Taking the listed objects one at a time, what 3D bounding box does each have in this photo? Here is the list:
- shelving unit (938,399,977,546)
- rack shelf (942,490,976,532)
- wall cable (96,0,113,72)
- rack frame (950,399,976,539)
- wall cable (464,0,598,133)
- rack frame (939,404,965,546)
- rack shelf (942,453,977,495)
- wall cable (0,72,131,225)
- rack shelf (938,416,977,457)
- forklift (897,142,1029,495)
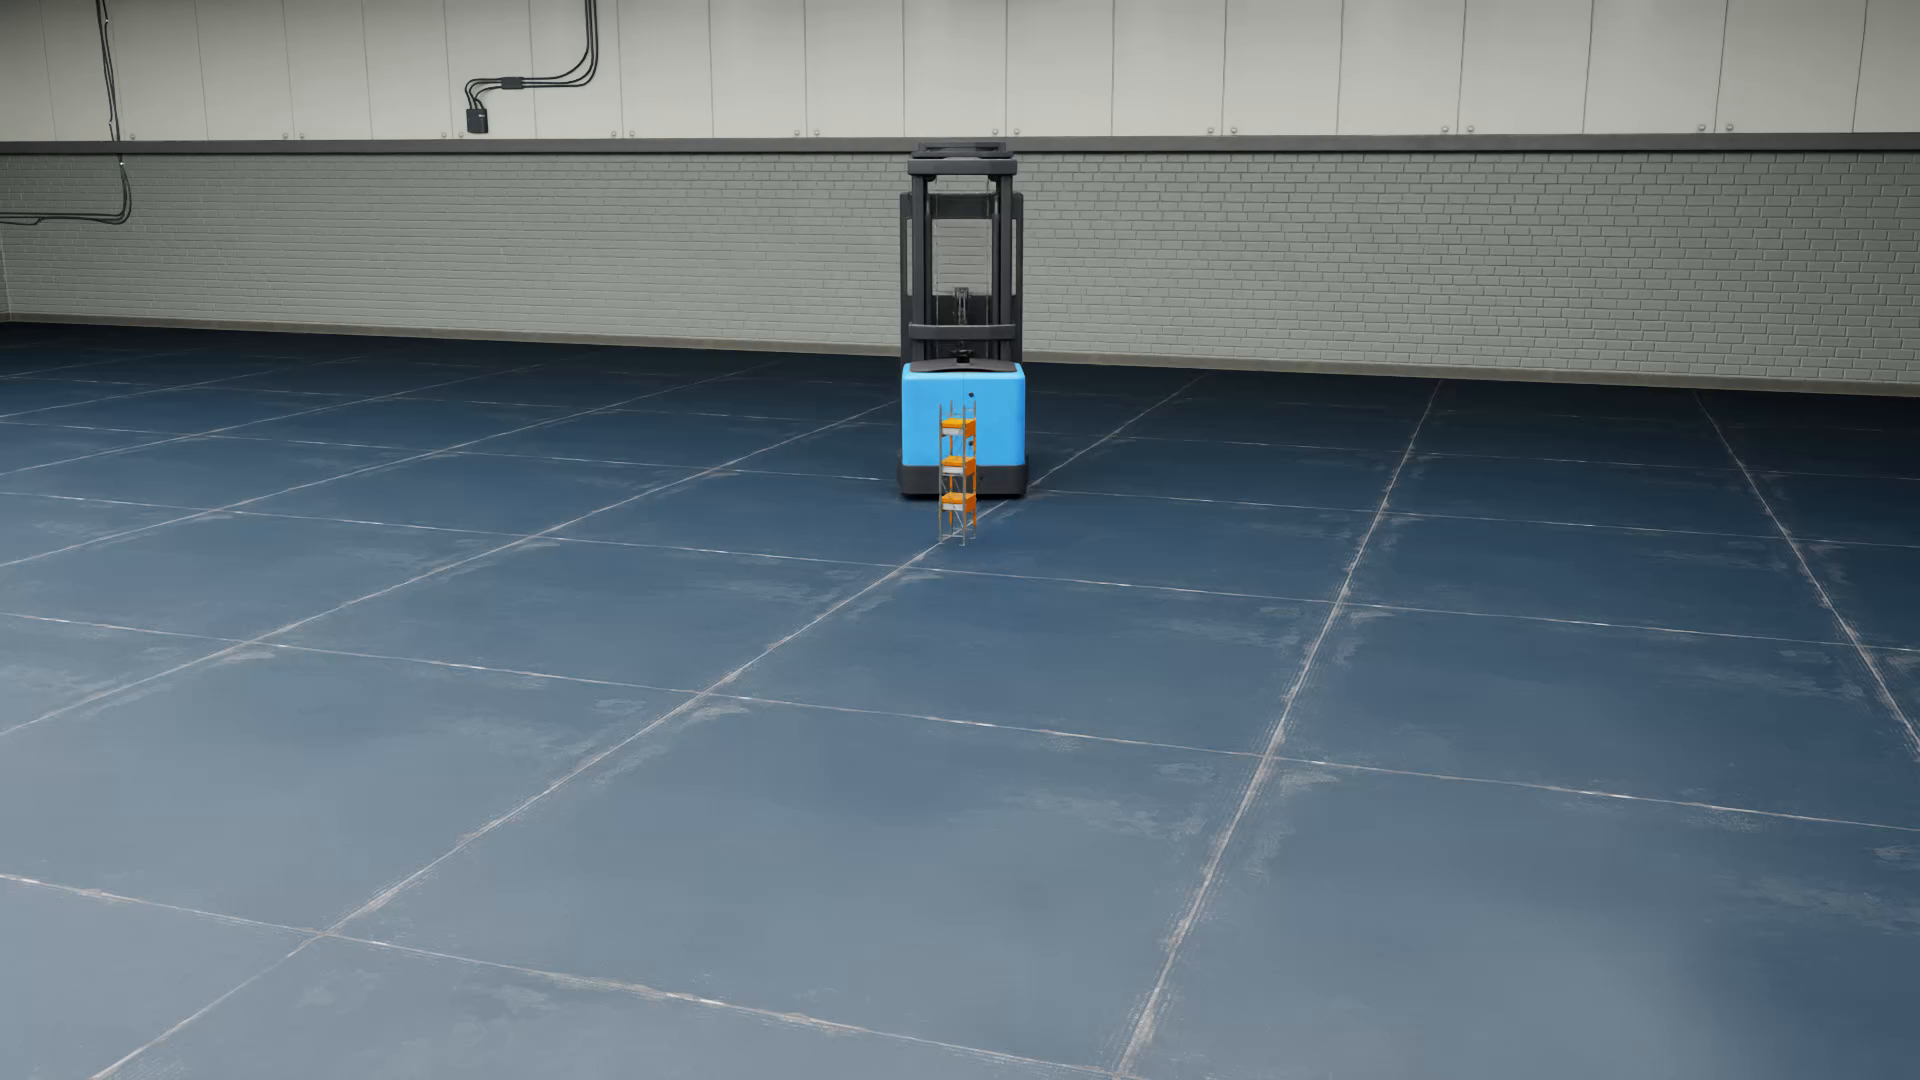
[{"bbox_3d":[-0.017,-0.501,12.322,0.215,1.050,0.252,4,14,18],"label":"shelving unit"},{"bbox_3d":[-0.017,-0.219,12.386,0.215,0.259,0.240,4,14,18],"label":"rack shelf"},{"bbox_3d":[-12.900,-8.908,26.921,3.097,2.526,0.112,4,14,18],"label":"wall cable"},{"bbox_3d":[0.022,-0.526,12.434,0.200,1.050,0.008,4,14,18],"label":"rack frame"},{"bbox_3d":[-6.482,-9.125,24.603,2.305,6.003,0.169,4,14,18],"label":"wall cable"},{"bbox_3d":[-0.057,-0.475,12.209,0.200,1.050,0.008,4,14,18],"label":"rack frame"},{"bbox_3d":[-0.017,-0.490,12.324,0.215,0.259,0.240,4,14,18],"label":"rack shelf"},{"bbox_3d":[-15.460,-6.640,28.336,3.097,2.526,0.112,4,14,18],"label":"wall cable"},{"bbox_3d":[-0.017,-0.767,12.261,0.215,0.259,0.240,4,14,18],"label":"rack shelf"},{"bbox_3d":[0.008,-2.077,15.003,1.130,2.935,3.031,0,13,-1],"label":"forklift"}]
